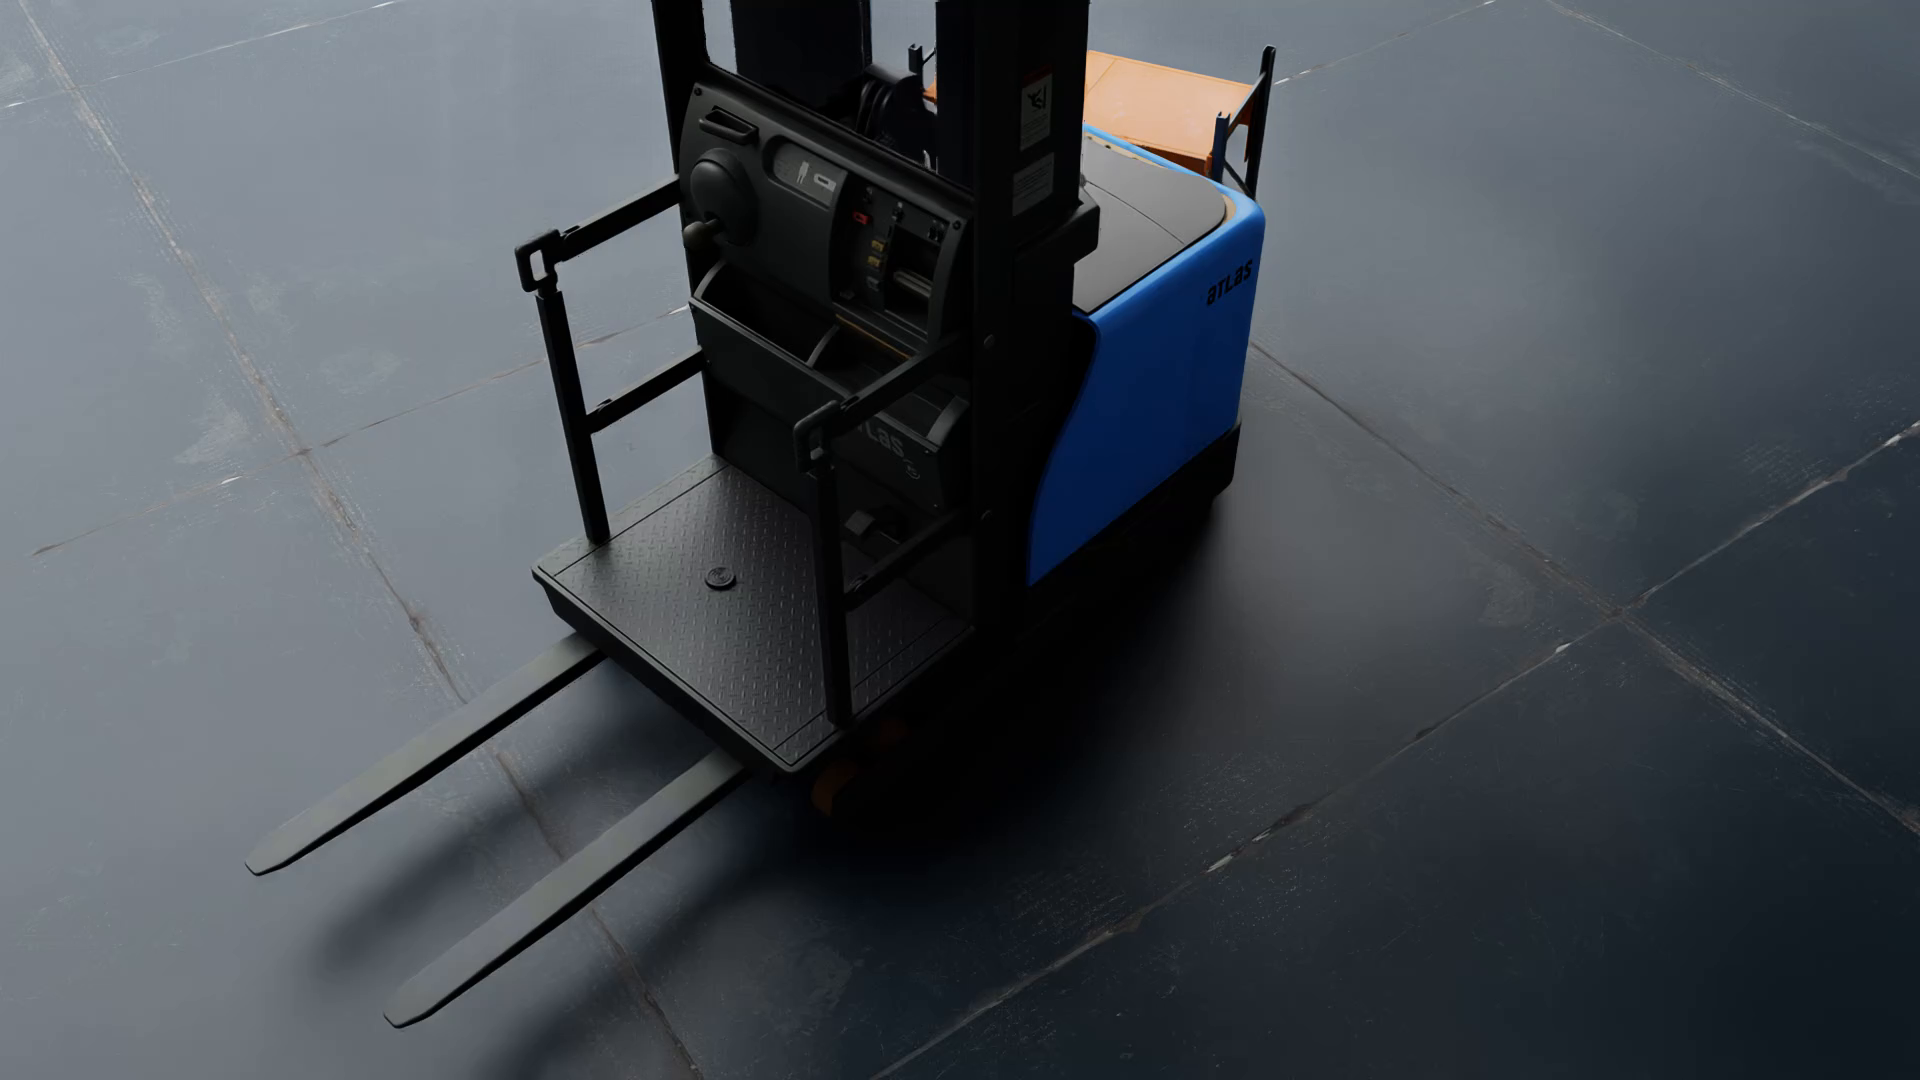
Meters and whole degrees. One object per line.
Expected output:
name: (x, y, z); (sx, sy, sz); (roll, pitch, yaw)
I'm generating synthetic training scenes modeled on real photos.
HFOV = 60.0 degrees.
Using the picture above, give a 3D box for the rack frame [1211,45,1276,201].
rack frame: (0.881, -1.002, 5.485); (0.032, 1.125, 0.500); (18, 47, 18)

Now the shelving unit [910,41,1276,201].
shelving unit: (0.421, -1.152, 5.642); (1.048, 1.125, 0.538); (18, 47, 18)

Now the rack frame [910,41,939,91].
rack frame: (-0.039, -1.301, 5.798); (0.032, 1.125, 0.500); (18, 47, 18)

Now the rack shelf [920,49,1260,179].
rack shelf: (0.421, -1.363, 5.440); (1.000, 0.278, 0.538); (18, 47, 18)

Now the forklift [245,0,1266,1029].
forklift: (-0.489, -0.713, 3.874); (1.130, 2.935, 3.031); (33, 53, 30)
